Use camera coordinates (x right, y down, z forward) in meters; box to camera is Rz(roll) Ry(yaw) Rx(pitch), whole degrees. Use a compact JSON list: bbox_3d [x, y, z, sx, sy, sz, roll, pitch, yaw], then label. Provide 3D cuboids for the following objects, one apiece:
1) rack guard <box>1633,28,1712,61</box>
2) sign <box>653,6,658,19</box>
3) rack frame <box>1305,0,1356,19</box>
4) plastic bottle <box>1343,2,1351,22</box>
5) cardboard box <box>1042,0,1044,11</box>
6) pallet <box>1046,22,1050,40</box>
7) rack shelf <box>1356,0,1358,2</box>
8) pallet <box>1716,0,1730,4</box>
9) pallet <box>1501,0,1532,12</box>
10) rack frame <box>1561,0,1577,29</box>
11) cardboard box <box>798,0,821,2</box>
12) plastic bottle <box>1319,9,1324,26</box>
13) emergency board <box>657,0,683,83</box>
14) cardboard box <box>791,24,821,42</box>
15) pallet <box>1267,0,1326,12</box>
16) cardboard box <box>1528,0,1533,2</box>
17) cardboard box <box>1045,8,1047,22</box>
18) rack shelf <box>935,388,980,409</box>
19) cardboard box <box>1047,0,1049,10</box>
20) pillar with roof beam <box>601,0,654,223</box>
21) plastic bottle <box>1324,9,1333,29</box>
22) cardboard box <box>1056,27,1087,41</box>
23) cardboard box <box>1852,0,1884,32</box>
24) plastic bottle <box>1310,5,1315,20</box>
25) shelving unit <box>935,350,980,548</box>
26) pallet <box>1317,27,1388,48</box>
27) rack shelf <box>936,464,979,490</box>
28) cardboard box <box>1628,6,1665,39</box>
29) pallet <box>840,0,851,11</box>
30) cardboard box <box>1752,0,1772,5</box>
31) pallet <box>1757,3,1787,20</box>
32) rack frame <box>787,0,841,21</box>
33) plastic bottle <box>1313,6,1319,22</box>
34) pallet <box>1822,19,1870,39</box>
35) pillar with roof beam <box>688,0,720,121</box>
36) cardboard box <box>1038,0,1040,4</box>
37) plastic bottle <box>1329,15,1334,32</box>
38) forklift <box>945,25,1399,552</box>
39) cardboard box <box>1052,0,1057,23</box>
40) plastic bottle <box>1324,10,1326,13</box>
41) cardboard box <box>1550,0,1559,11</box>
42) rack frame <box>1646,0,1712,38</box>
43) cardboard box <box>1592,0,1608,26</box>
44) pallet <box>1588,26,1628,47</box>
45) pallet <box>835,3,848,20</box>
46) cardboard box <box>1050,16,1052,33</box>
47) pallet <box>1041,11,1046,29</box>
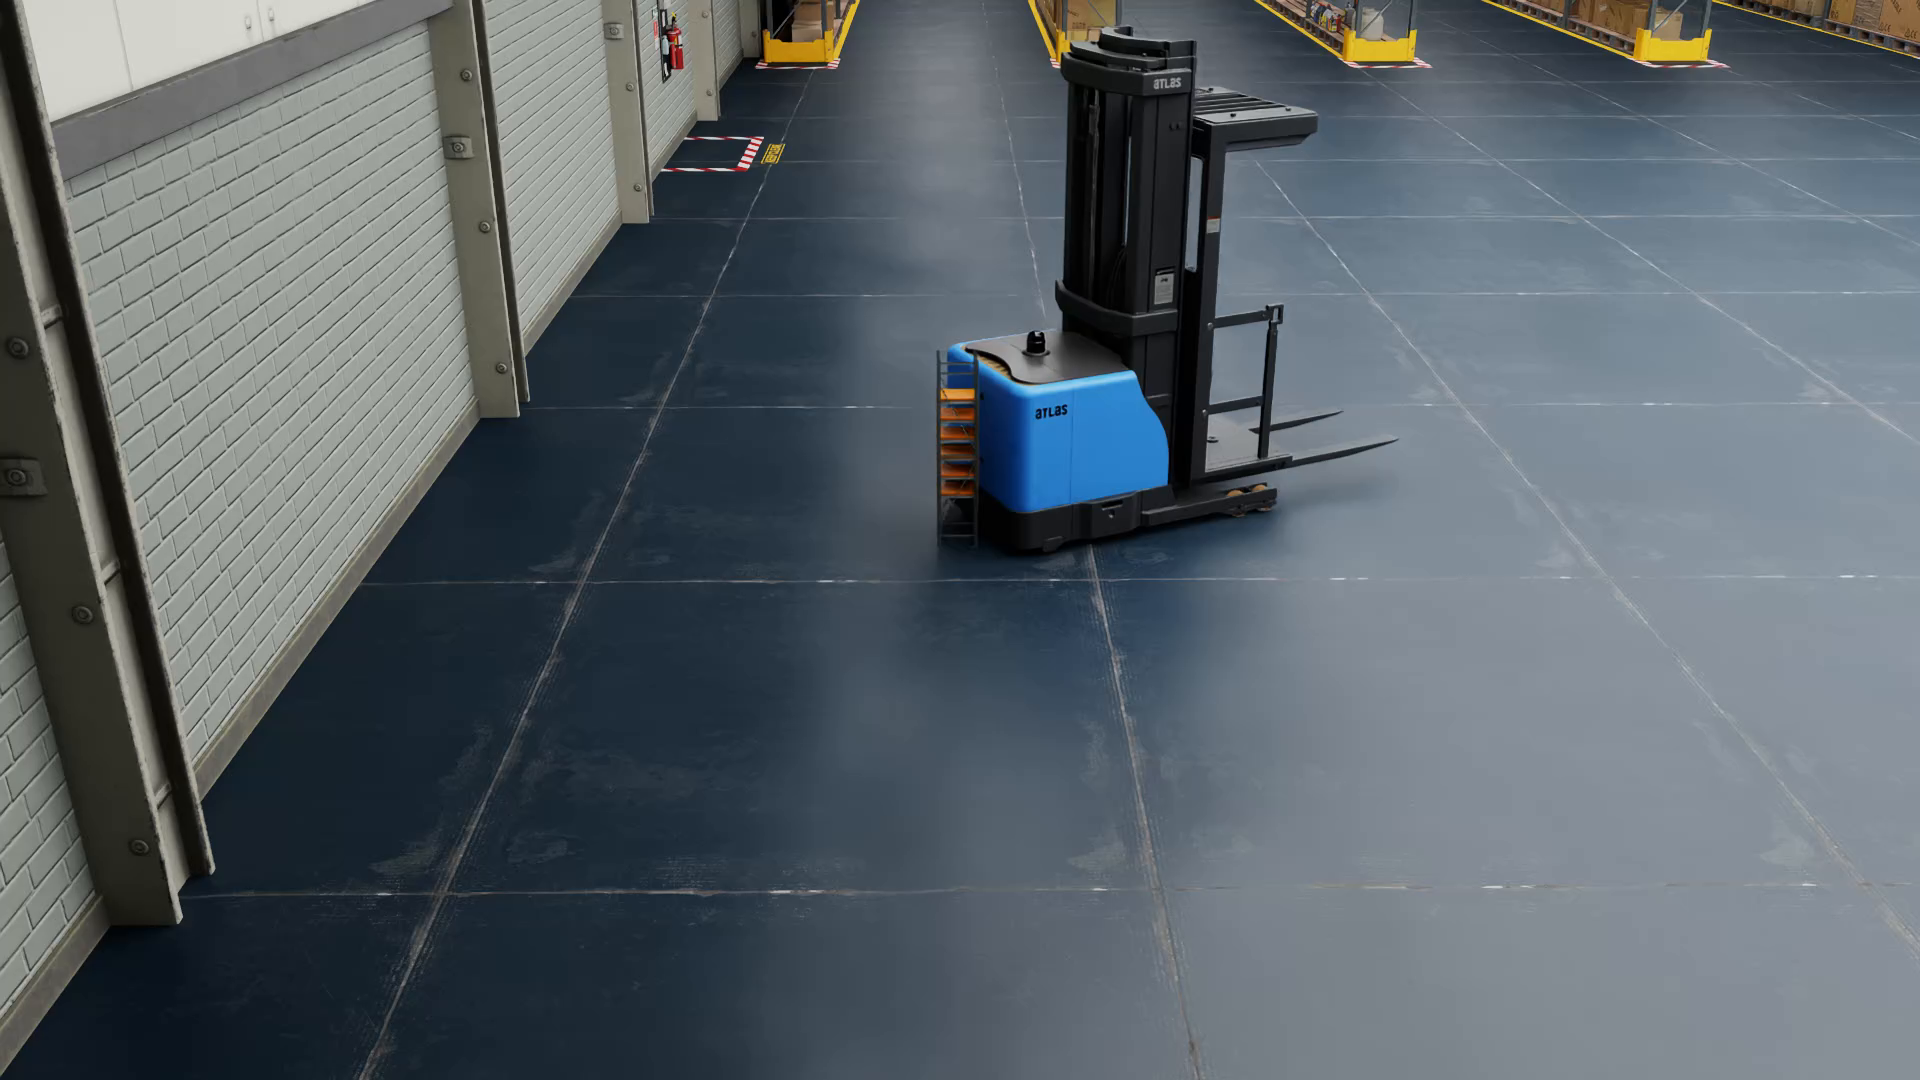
[{"bbox_3d":[12.122,-8.443,28.310,1.175,0.500,0.348,0,24,-1],"label":"rack guard"},{"bbox_3d":[-3.642,-6.309,19.872,0.001,0.109,0.331,0,24,-1],"label":"sign"},{"bbox_3d":[7.127,-11.176,31.321,1.000,3.000,0.127,0,24,-1],"label":"rack frame"},{"bbox_3d":[7.278,-9.905,31.191,0.144,0.351,0.185,0,24,-1],"label":"plastic bottle"},{"bbox_3d":[1.876,-10.472,32.591,0.500,0.250,0.500,-1,24,-1],"label":"cardboard box"},{"bbox_3d":[2.141,-9.557,31.125,1.003,0.211,1.213,0,24,-1],"label":"pallet"},{"bbox_3d":[7.149,-10.024,29.647,1.077,0.370,4.000,0,24,-1],"label":"rack shelf"},{"bbox_3d":[16.990,-11.879,36.259,1.003,0.211,1.213,0,24,-1],"label":"pallet"},{"bbox_3d":[12.043,-11.254,34.877,1.003,0.211,1.213,0,24,-1],"label":"pallet"},{"bbox_3d":[12.080,-11.199,31.370,1.000,3.000,0.127,0,24,-1],"label":"rack frame"},{"bbox_3d":[-2.728,-9.766,30.702,0.500,0.500,0.500,-2,24,-5],"label":"cardboard box"},{"bbox_3d":[6.683,-9.659,30.728,0.061,0.283,0.133,1,24,2],"label":"plastic bottle"},{"bbox_3d":[-3.554,-6.277,20.489,0.194,1.169,0.643,0,24,-1],"label":"emergency board"},{"bbox_3d":[-2.653,-8.744,28.673,0.500,0.311,0.500,-3,25,-7],"label":"cardboard box"},{"bbox_3d":[7.053,-11.235,34.834,1.003,0.211,1.213,0,24,-1],"label":"pallet"},{"bbox_3d":[12.082,-11.404,34.324,0.700,0.500,0.500,-2,24,-5],"label":"cardboard box"},{"bbox_3d":[1.876,-9.902,31.330,0.500,0.250,0.500,0,24,-1],"label":"cardboard box"},{"bbox_3d":[-0.017,-0.824,9.850,0.258,0.103,0.180,-1,24,-1],"label":"rack shelf"},{"bbox_3d":[1.879,-10.037,30.720,0.500,0.500,0.500,0,24,-1],"label":"cardboard box"},{"bbox_3d":[0.827,-7.576,16.081,9.100,9.000,0.400,0,24,-1],"label":"pillar with roof beam"},{"bbox_3d":[6.729,-9.506,30.308,0.144,0.351,0.185,1,24,2],"label":"plastic bottle"},{"bbox_3d":[1.916,-8.665,28.597,0.500,0.250,0.500,0,24,-1],"label":"cardboard box"},{"bbox_3d":[16.991,-9.772,30.284,0.875,0.875,0.875,0,24,0],"label":"cardboard box"},{"bbox_3d":[6.692,-10.000,31.498,0.097,0.271,0.097,0,24,0],"label":"plastic bottle"},{"bbox_3d":[-0.016,-0.537,9.980,0.258,1.200,0.189,-1,24,-1],"label":"shelving unit"},{"bbox_3d":[7.109,-9.125,30.169,1.003,0.211,1.213,0,24,-1],"label":"pallet"},{"bbox_3d":[-0.016,-0.387,10.048,0.258,0.103,0.180,-1,24,-1],"label":"rack shelf"},{"bbox_3d":[12.092,-9.106,29.268,0.500,0.500,0.500,6,25,13],"label":"cardboard box"},{"bbox_3d":[-2.816,-11.187,34.730,1.003,0.211,1.213,0,24,-1],"label":"pallet"},{"bbox_3d":[16.926,-11.382,33.997,1.050,0.750,0.750,0,24,0],"label":"cardboard box"},{"bbox_3d":[16.940,-10.730,33.719,1.003,0.211,1.213,0,24,-1],"label":"pallet"},{"bbox_3d":[-2.780,-11.132,31.223,1.000,3.000,0.127,0,24,-1],"label":"rack frame"},{"bbox_3d":[6.723,-9.869,31.203,0.152,0.276,0.135,1,24,1],"label":"plastic bottle"},{"bbox_3d":[16.970,-9.595,31.209,1.003,0.211,1.213,0,24,-1],"label":"pallet"},{"bbox_3d":[0.762,-10.048,21.548,9.100,9.000,0.400,0,24,-1],"label":"pillar with roof beam"},{"bbox_3d":[1.860,-11.104,33.988,0.500,0.250,0.500,-1,24,-2],"label":"cardboard box"},{"bbox_3d":[6.693,-9.294,29.921,0.061,0.283,0.133,0,24,1],"label":"plastic bottle"},{"bbox_3d":[1.460,-1.665,10.374,3.031,2.935,1.130,-11,27,-24],"label":"forklift"},{"bbox_3d":[1.888,-9.419,29.353,0.500,0.500,0.500,0,24,-1],"label":"cardboard box"},{"bbox_3d":[6.762,-9.661,30.748,0.097,0.271,0.097,0,24,0],"label":"plastic bottle"},{"bbox_3d":[12.108,-10.710,32.789,0.700,0.500,0.500,0,24,-1],"label":"cardboard box"},{"bbox_3d":[12.123,-9.550,27.726,1.000,3.000,0.127,0,24,-1],"label":"rack frame"},{"bbox_3d":[12.058,-9.850,30.912,0.500,0.500,0.500,8,25,16],"label":"cardboard box"},{"bbox_3d":[12.138,-9.147,30.219,1.003,0.211,1.213,0,24,-1],"label":"pallet"},{"bbox_3d":[-2.806,-10.686,33.621,1.003,0.211,1.213,0,24,-1],"label":"pallet"},{"bbox_3d":[1.888,-9.283,29.963,0.500,0.250,0.500,0,24,-1],"label":"cardboard box"},{"bbox_3d":[2.127,-10.188,32.521,1.003,0.211,1.213,0,24,-1],"label":"pallet"}]
